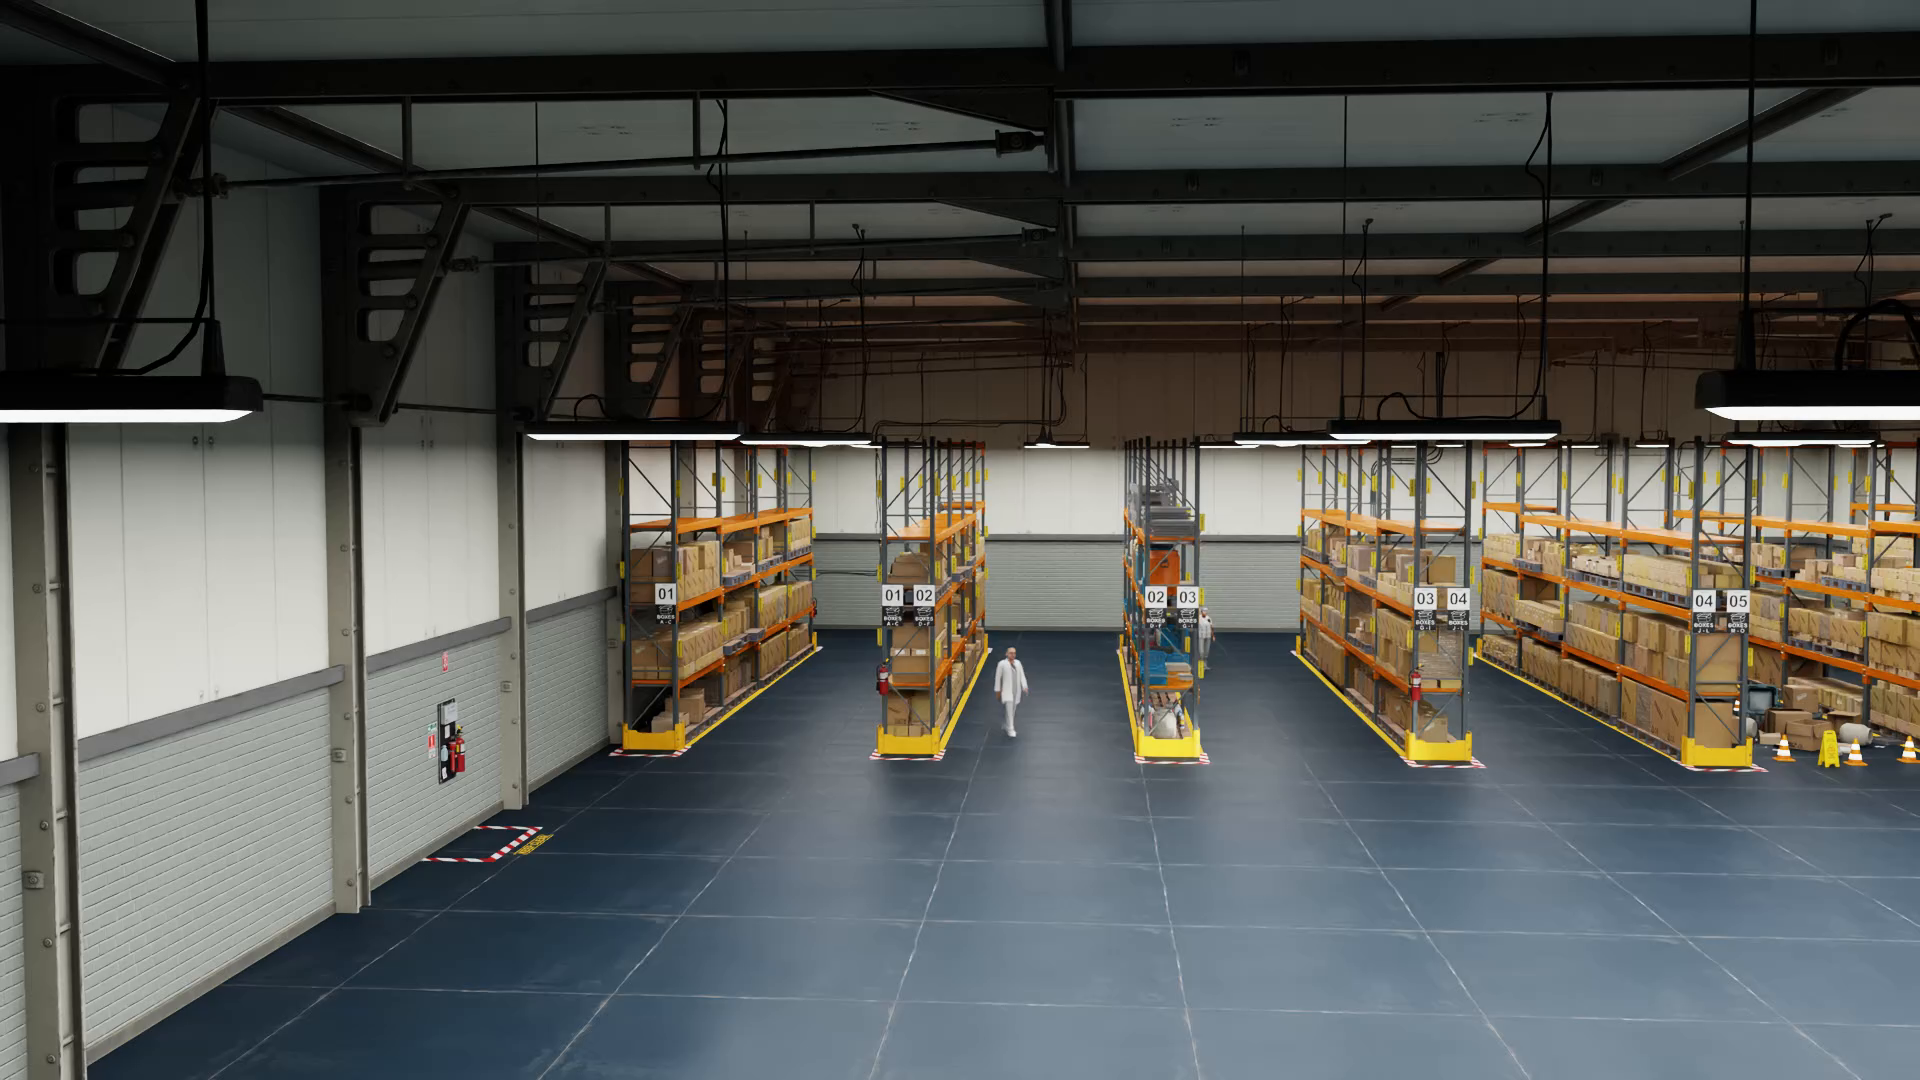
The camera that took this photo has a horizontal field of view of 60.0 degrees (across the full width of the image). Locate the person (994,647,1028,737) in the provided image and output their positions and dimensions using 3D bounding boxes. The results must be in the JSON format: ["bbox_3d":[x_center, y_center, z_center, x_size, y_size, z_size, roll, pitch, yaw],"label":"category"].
[{"bbox_3d":[1.063,3.044,33.444,0.607,1.748,0.960,-2,4,-31],"label":"person"}]

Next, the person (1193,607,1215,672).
[{"bbox_3d":[6.363,2.597,43.328,0.539,1.722,0.490,-1,3,-20],"label":"person"}]

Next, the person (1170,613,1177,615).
[{"bbox_3d":[6.293,2.295,49.020,0.659,1.576,0.427,-1,3,-25],"label":"person"}]
